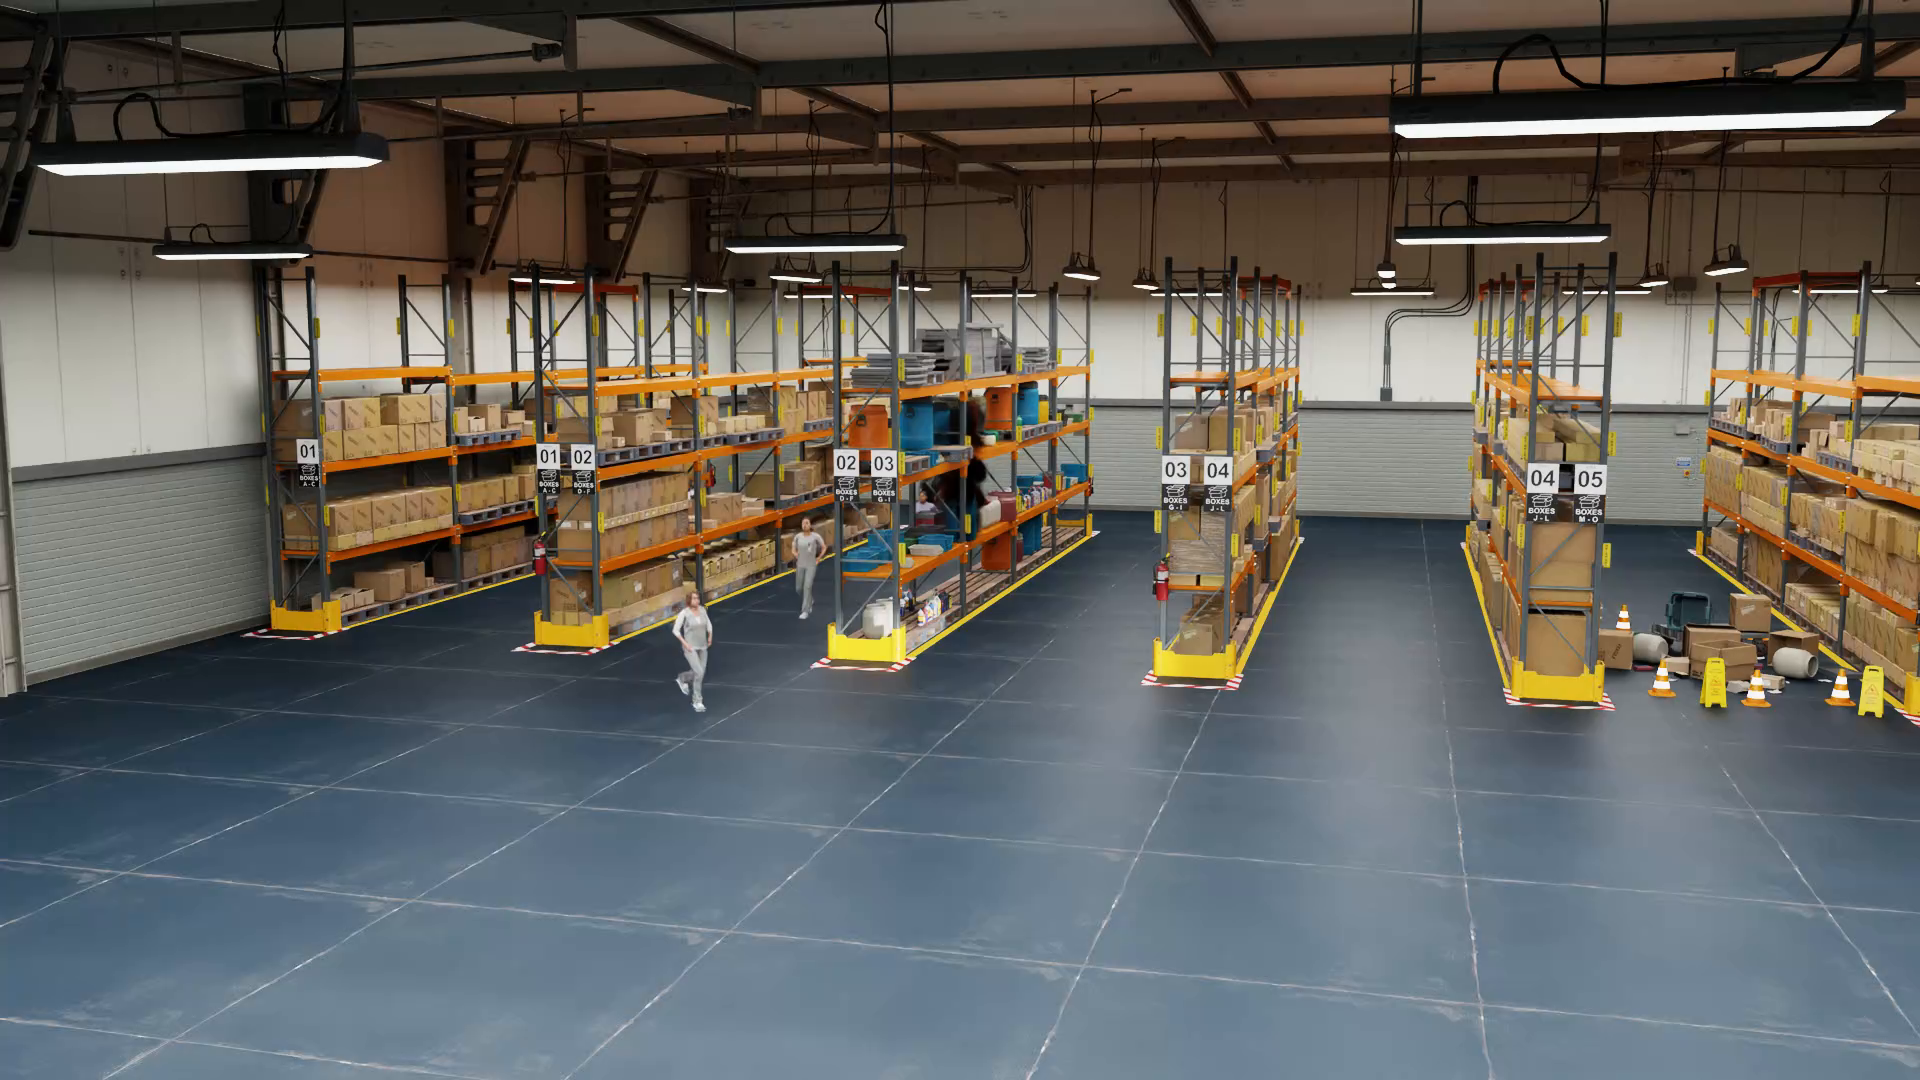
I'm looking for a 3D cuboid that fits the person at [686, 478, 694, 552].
[{"bbox_3d":[-6.036,-0.535,36.993,0.655,1.730,0.631,1,7,5],"label":"person"}]

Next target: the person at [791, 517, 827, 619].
[{"bbox_3d":[-2.498,0.440,27.274,0.575,1.646,0.740,2,7,13],"label":"person"}]

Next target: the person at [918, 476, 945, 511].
[{"bbox_3d":[-0.699,-0.907,40.035,0.674,1.708,0.700,1,7,10],"label":"person"}]

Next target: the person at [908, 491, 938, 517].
[{"bbox_3d":[-0.770,-0.201,34.440,0.612,1.634,0.894,1,7,11],"label":"person"}]

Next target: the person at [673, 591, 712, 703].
[{"bbox_3d":[-3.556,1.398,22.026,0.555,1.483,0.595,-6,9,-39],"label":"person"}]
